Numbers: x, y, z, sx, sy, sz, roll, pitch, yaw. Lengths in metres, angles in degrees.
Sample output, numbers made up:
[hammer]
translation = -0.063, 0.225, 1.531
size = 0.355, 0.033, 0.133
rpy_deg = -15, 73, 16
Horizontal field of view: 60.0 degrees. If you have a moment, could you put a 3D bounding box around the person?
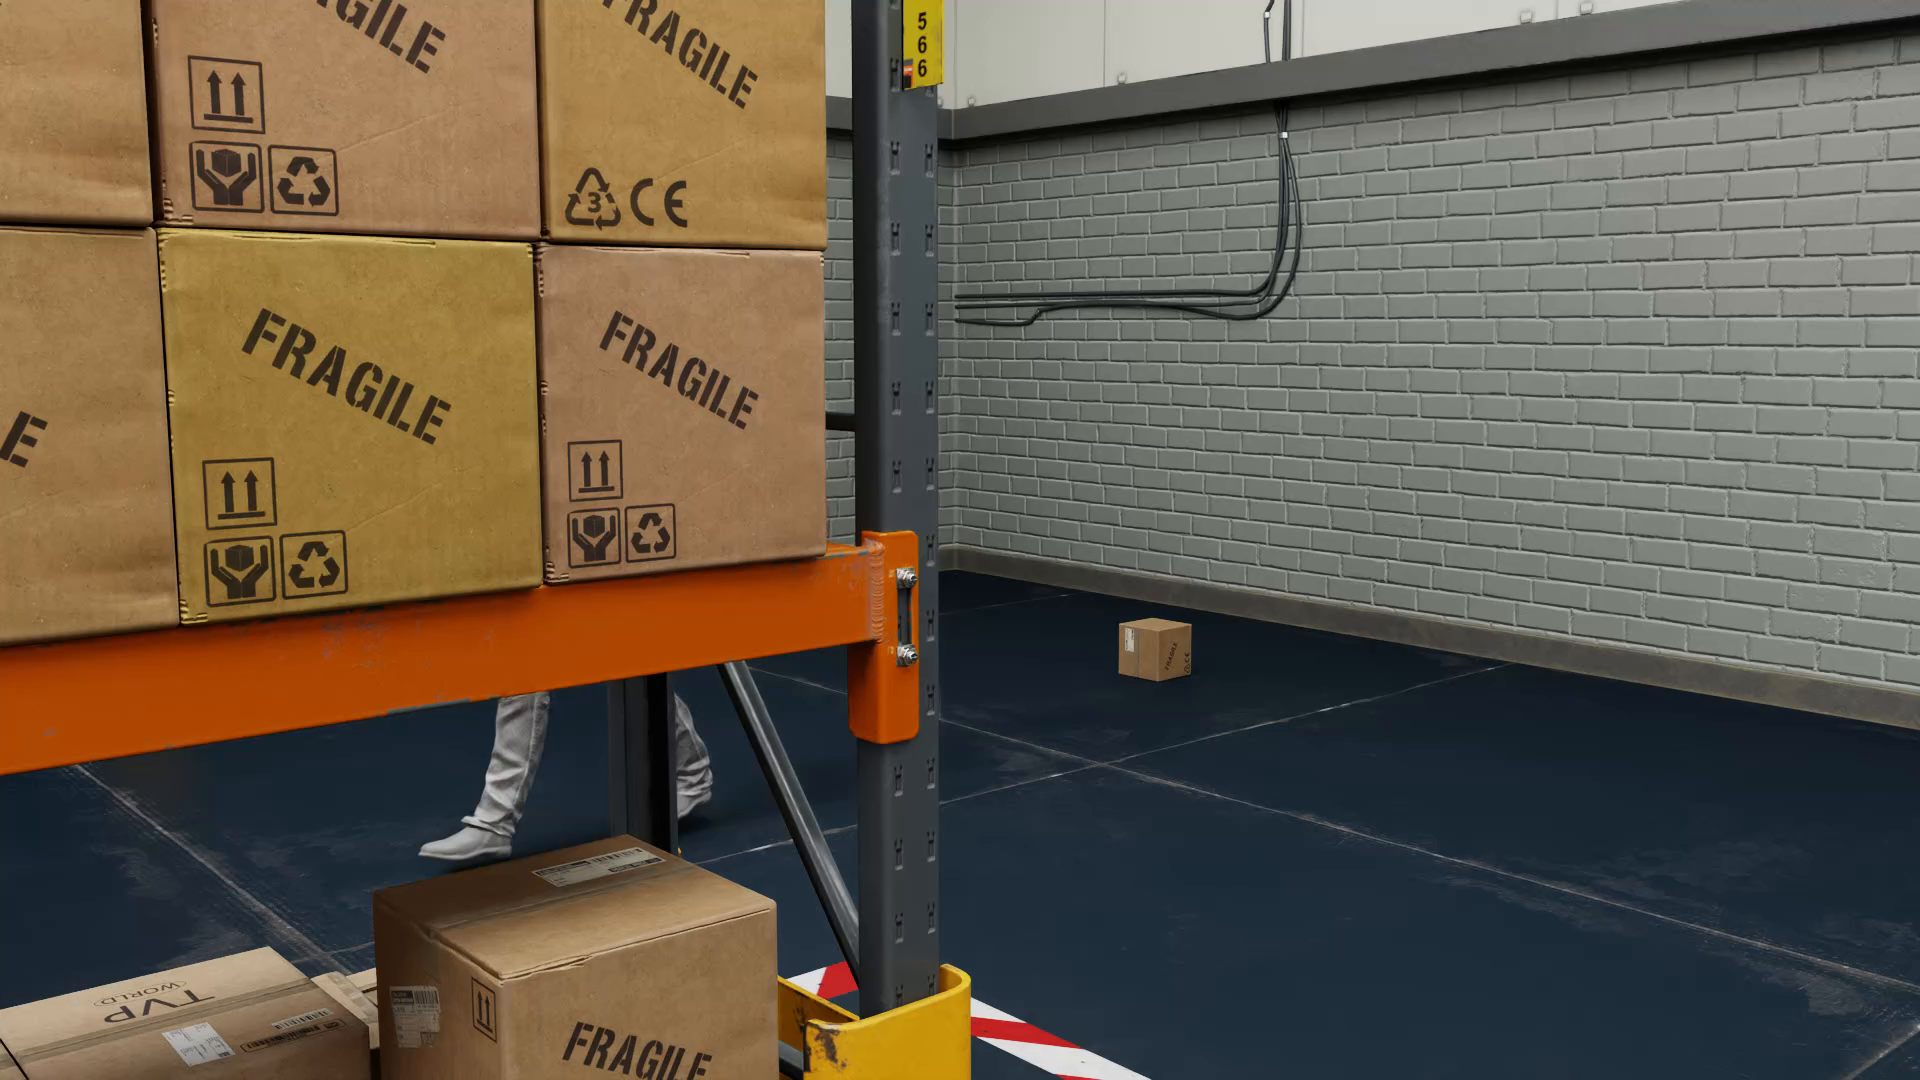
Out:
[person]
translation = -1.225, 0.118, 5.254
size = 0.586, 1.739, 1.012
rpy_deg = 5, 9, 35
